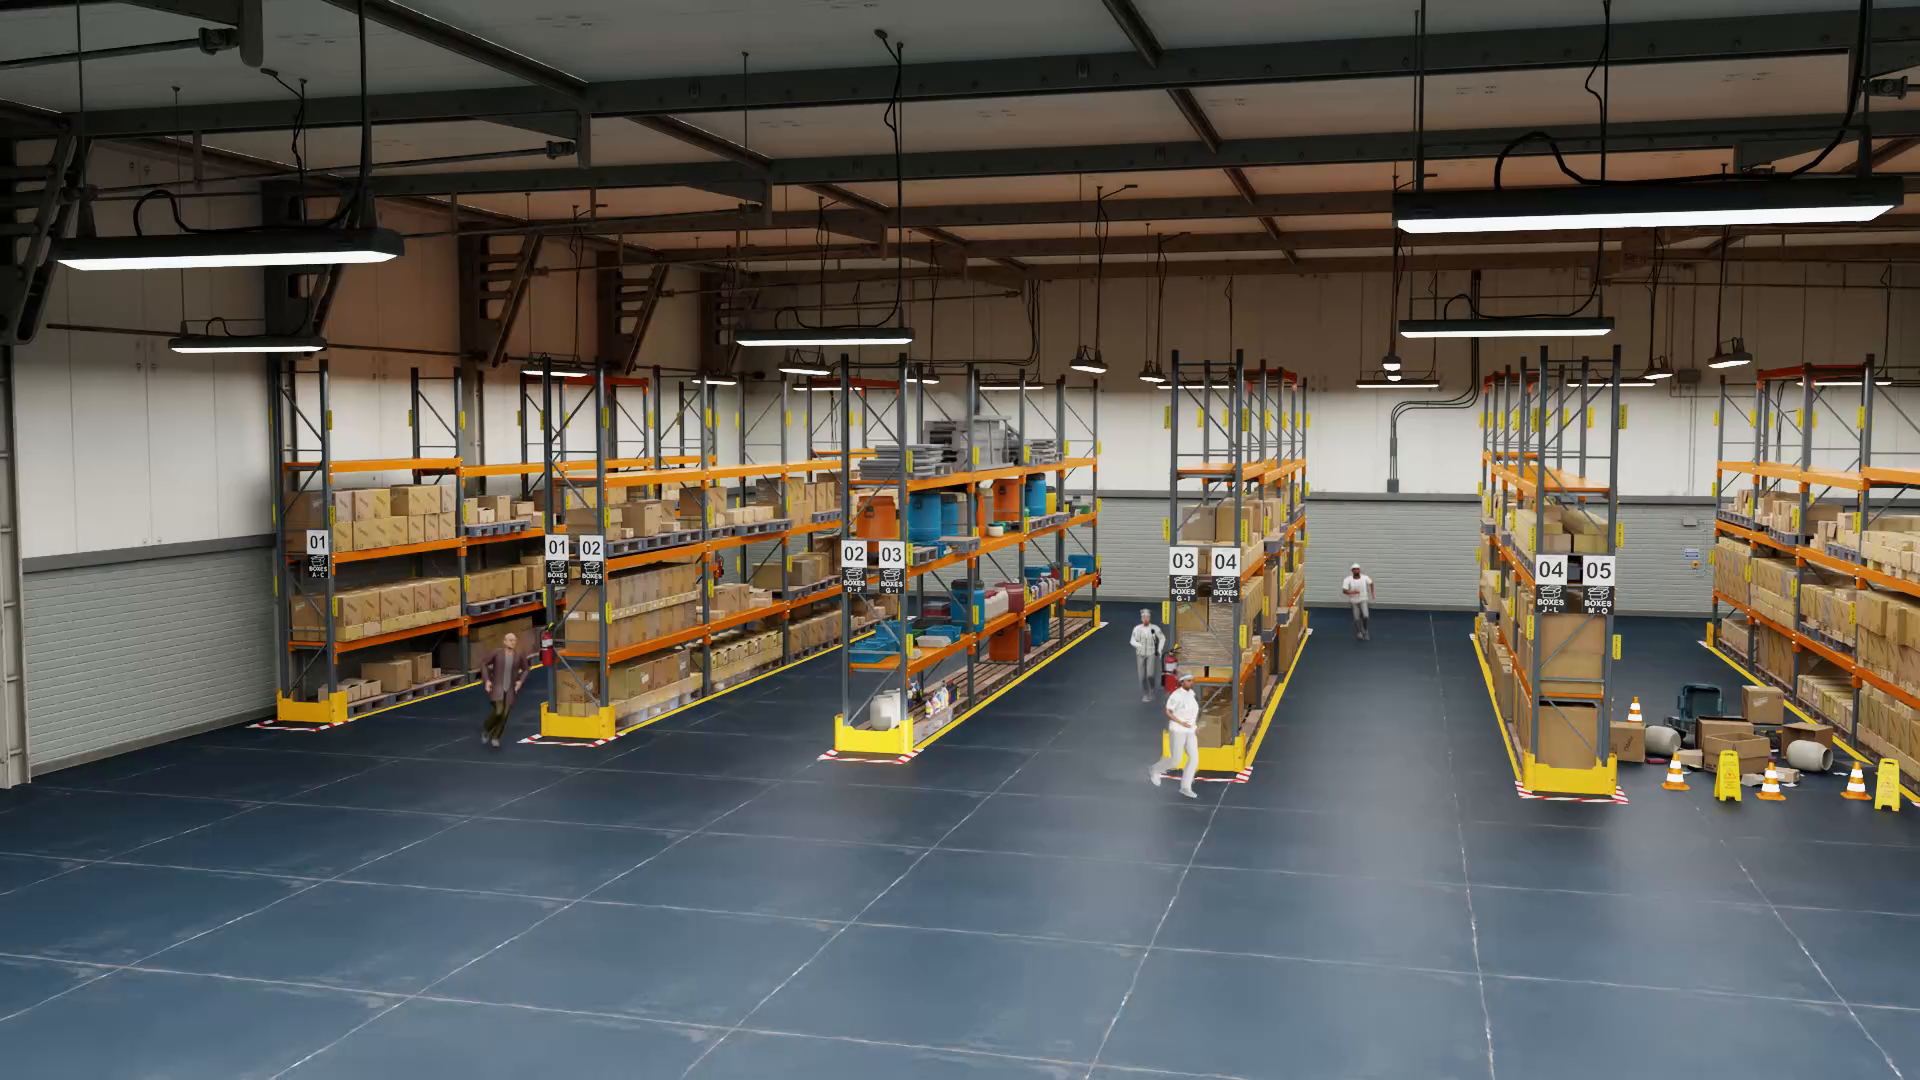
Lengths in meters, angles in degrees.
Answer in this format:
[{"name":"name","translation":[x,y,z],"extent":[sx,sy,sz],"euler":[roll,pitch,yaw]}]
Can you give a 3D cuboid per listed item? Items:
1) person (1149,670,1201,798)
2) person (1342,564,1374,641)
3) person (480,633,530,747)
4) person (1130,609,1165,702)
[{"name":"person","translation":[2.961,2.569,22.358],"extent":[0.605,1.685,0.788],"euler":[-4,5,-41]},{"name":"person","translation":[9.081,1.418,37.930],"extent":[0.716,1.763,0.631],"euler":[1,4,12]},{"name":"person","translation":[-6.981,2.301,25.583],"extent":[0.740,1.717,0.585],"euler":[-2,5,-30]},{"name":"person","translation":[3.300,2.046,29.363],"extent":[0.590,1.660,0.619],"euler":[1,4,14]}]
